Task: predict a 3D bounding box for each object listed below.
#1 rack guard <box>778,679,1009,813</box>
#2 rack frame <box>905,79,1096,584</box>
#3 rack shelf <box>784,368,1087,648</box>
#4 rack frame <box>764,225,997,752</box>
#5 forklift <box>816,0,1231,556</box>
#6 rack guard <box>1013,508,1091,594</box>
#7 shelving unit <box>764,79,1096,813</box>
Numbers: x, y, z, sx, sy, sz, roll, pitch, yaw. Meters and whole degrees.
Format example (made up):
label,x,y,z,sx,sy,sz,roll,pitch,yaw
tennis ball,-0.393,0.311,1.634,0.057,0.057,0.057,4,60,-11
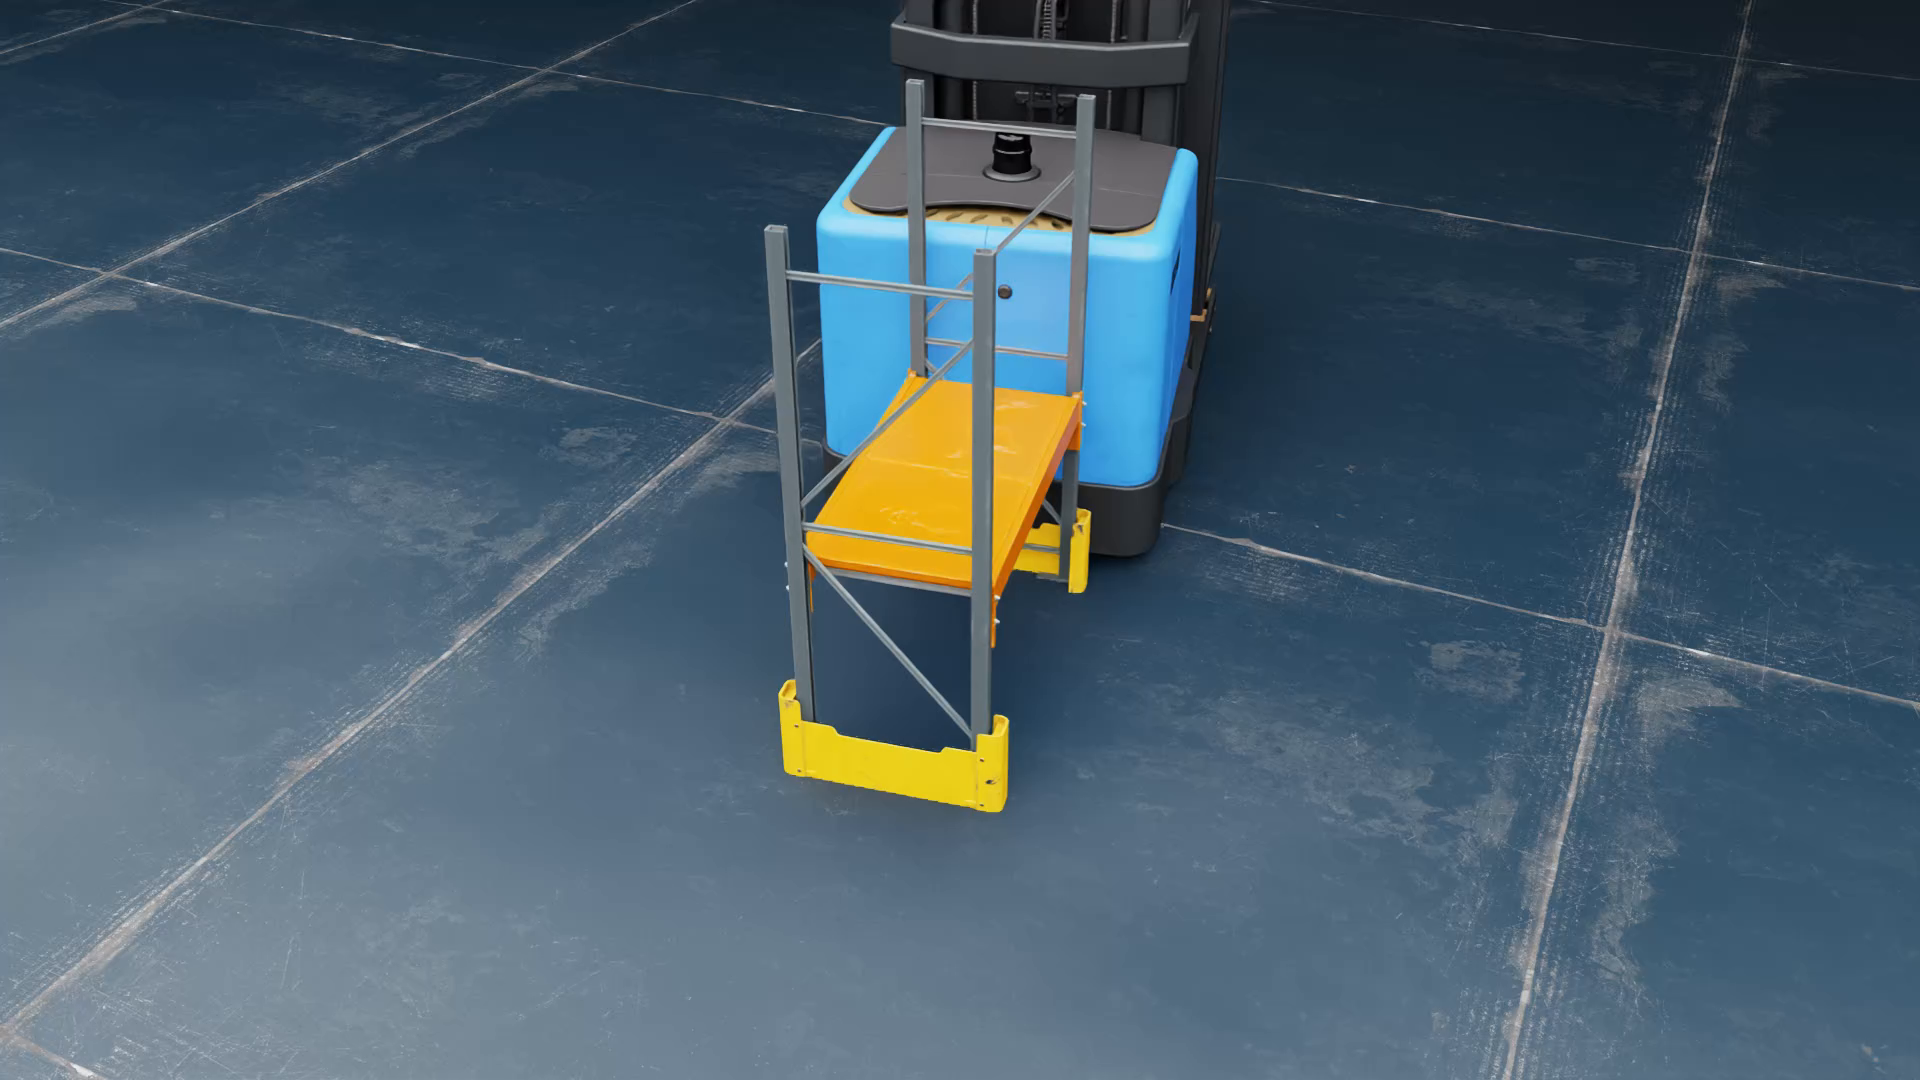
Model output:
label,x,y,z,sx,sy,sz,roll,pitch,yaw
rack guard,-0.169,0.523,4.225,0.587,0.250,0.087,9,34,13
rack frame,0.103,-0.537,4.701,0.500,1.500,0.032,9,34,13
rack shelf,-0.033,-0.118,4.390,0.538,0.185,1.000,9,34,13
rack frame,-0.169,0.001,3.881,0.500,1.500,0.032,9,34,13
forklift,0.391,-1.976,5.591,1.130,2.935,3.031,7,34,10
rack guard,0.097,-0.004,5.028,0.587,0.250,0.087,9,34,13
shelving unit,-0.036,-0.263,4.284,0.587,1.500,1.083,9,34,13
